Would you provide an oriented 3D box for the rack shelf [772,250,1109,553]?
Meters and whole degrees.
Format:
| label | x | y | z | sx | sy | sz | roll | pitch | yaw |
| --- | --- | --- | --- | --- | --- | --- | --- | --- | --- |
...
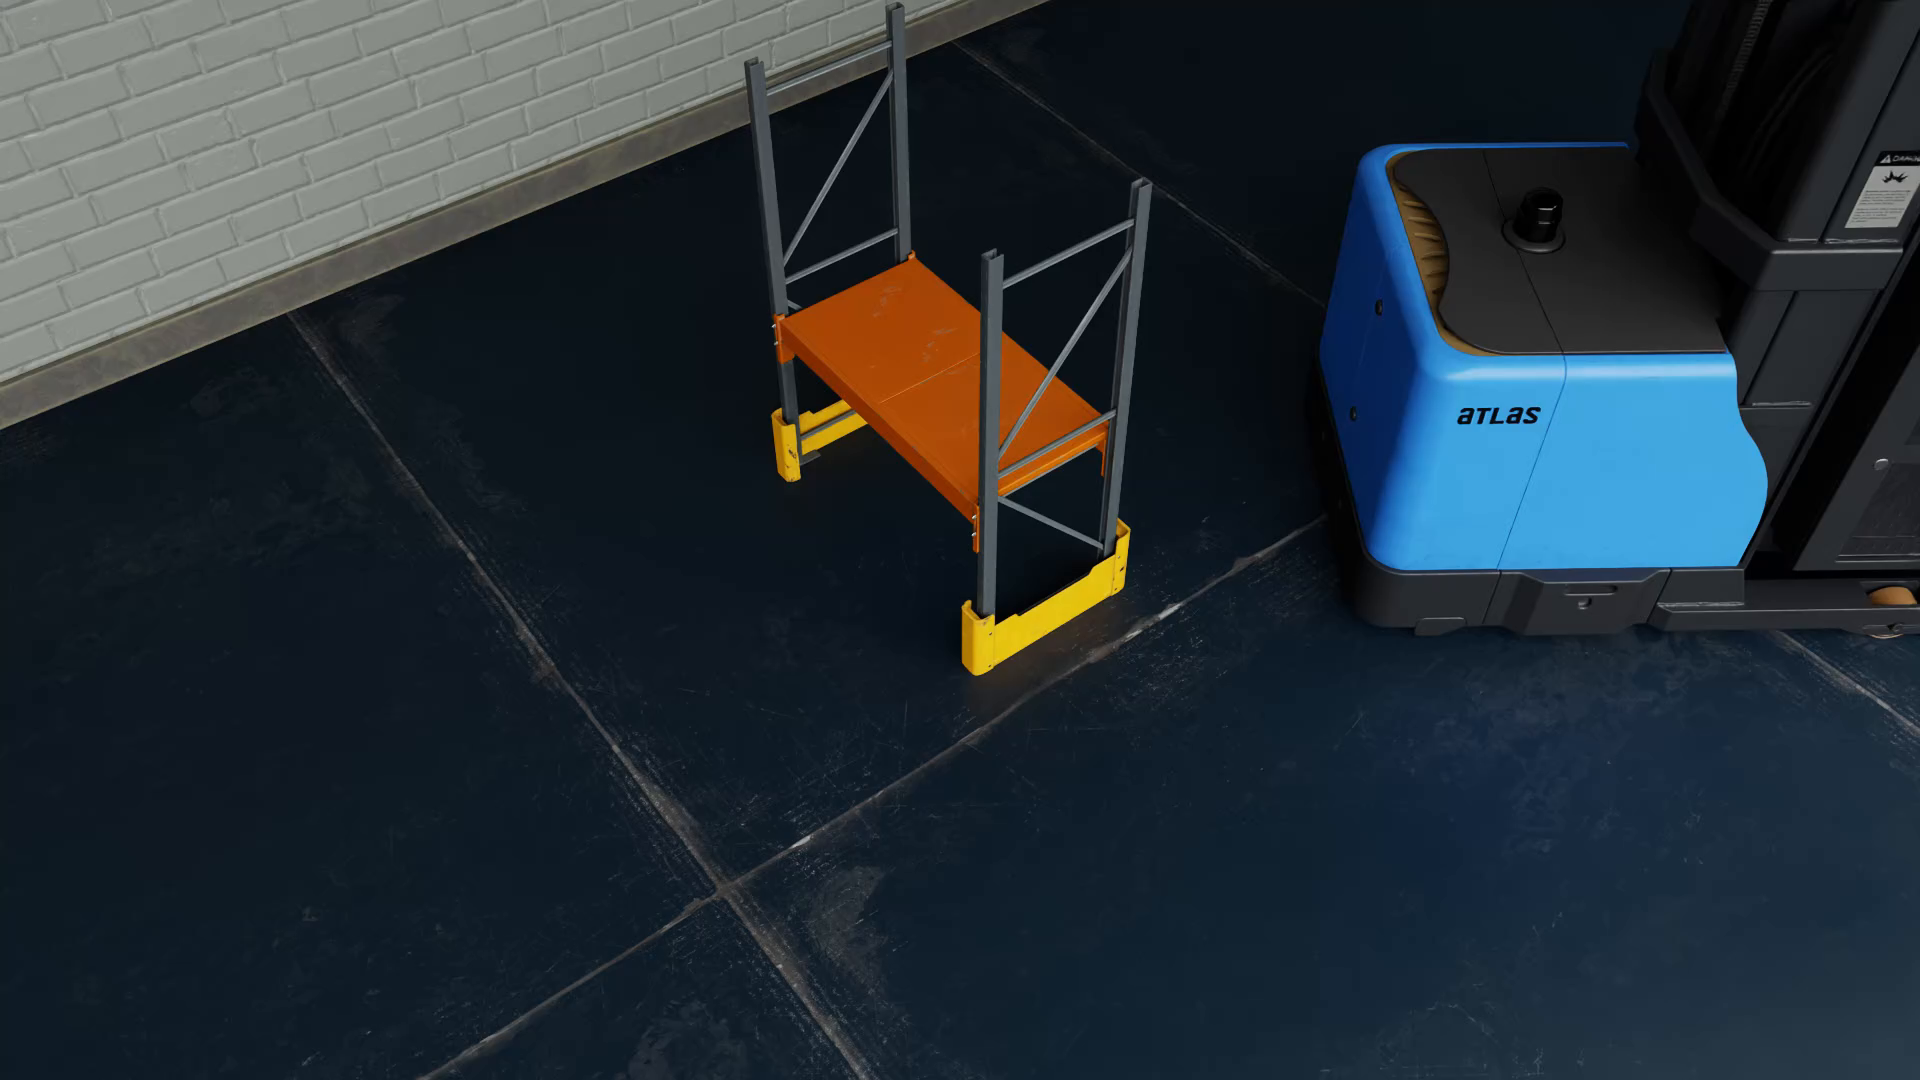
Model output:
| label | x | y | z | sx | sy | sz | roll | pitch | yaw |
| --- | --- | --- | --- | --- | --- | --- | --- | --- | --- |
| rack shelf | -0.052 | -0.433 | 4.873 | 0.538 | 0.185 | 1.000 | -29 | 54 | -24 |

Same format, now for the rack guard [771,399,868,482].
| label | x | y | z | sx | sy | sz | roll | pitch | yaw |
| --- | --- | --- | --- | --- | --- | --- | --- | --- | --- |
| rack guard | -0.348 | -0.423 | 5.464 | 0.587 | 0.250 | 0.087 | -29 | 54 | -24 |

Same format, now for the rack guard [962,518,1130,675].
| label | x | y | z | sx | sy | sz | roll | pitch | yaw |
| --- | --- | --- | --- | --- | --- | --- | --- | --- | --- |
| rack guard | 0.255 | 0.165 | 4.932 | 0.587 | 0.250 | 0.087 | -29 | 54 | -24 |

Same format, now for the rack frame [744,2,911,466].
| label | x | y | z | sx | sy | sz | roll | pitch | yaw |
| --- | --- | --- | --- | --- | --- | --- | --- | --- | --- |
| rack frame | -0.359 | -0.854 | 5.012 | 0.500 | 1.500 | 0.032 | -29 | 54 | -24 |

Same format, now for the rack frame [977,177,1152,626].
| label | x | y | z | sx | sy | sz | roll | pitch | yaw |
| --- | --- | --- | --- | --- | --- | --- | --- | --- | --- |
| rack frame | 0.256 | -0.254 | 4.468 | 0.500 | 1.500 | 0.032 | -29 | 54 | -24 |

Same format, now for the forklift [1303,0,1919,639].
| label | x | y | z | sx | sy | sz | roll | pitch | yaw |
| --- | --- | --- | --- | --- | --- | --- | --- | --- | --- |
| forklift | 2.669 | -1.085 | 4.255 | 3.031 | 2.935 | 1.130 | -1 | 48 | -1 |

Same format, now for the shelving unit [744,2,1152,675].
| label | x | y | z | sx | sy | sz | roll | pitch | yaw |
| --- | --- | --- | --- | --- | --- | --- | --- | --- | --- |
| shelving unit | -0.046 | -0.549 | 4.735 | 0.587 | 1.500 | 1.083 | -29 | 54 | -24 |
